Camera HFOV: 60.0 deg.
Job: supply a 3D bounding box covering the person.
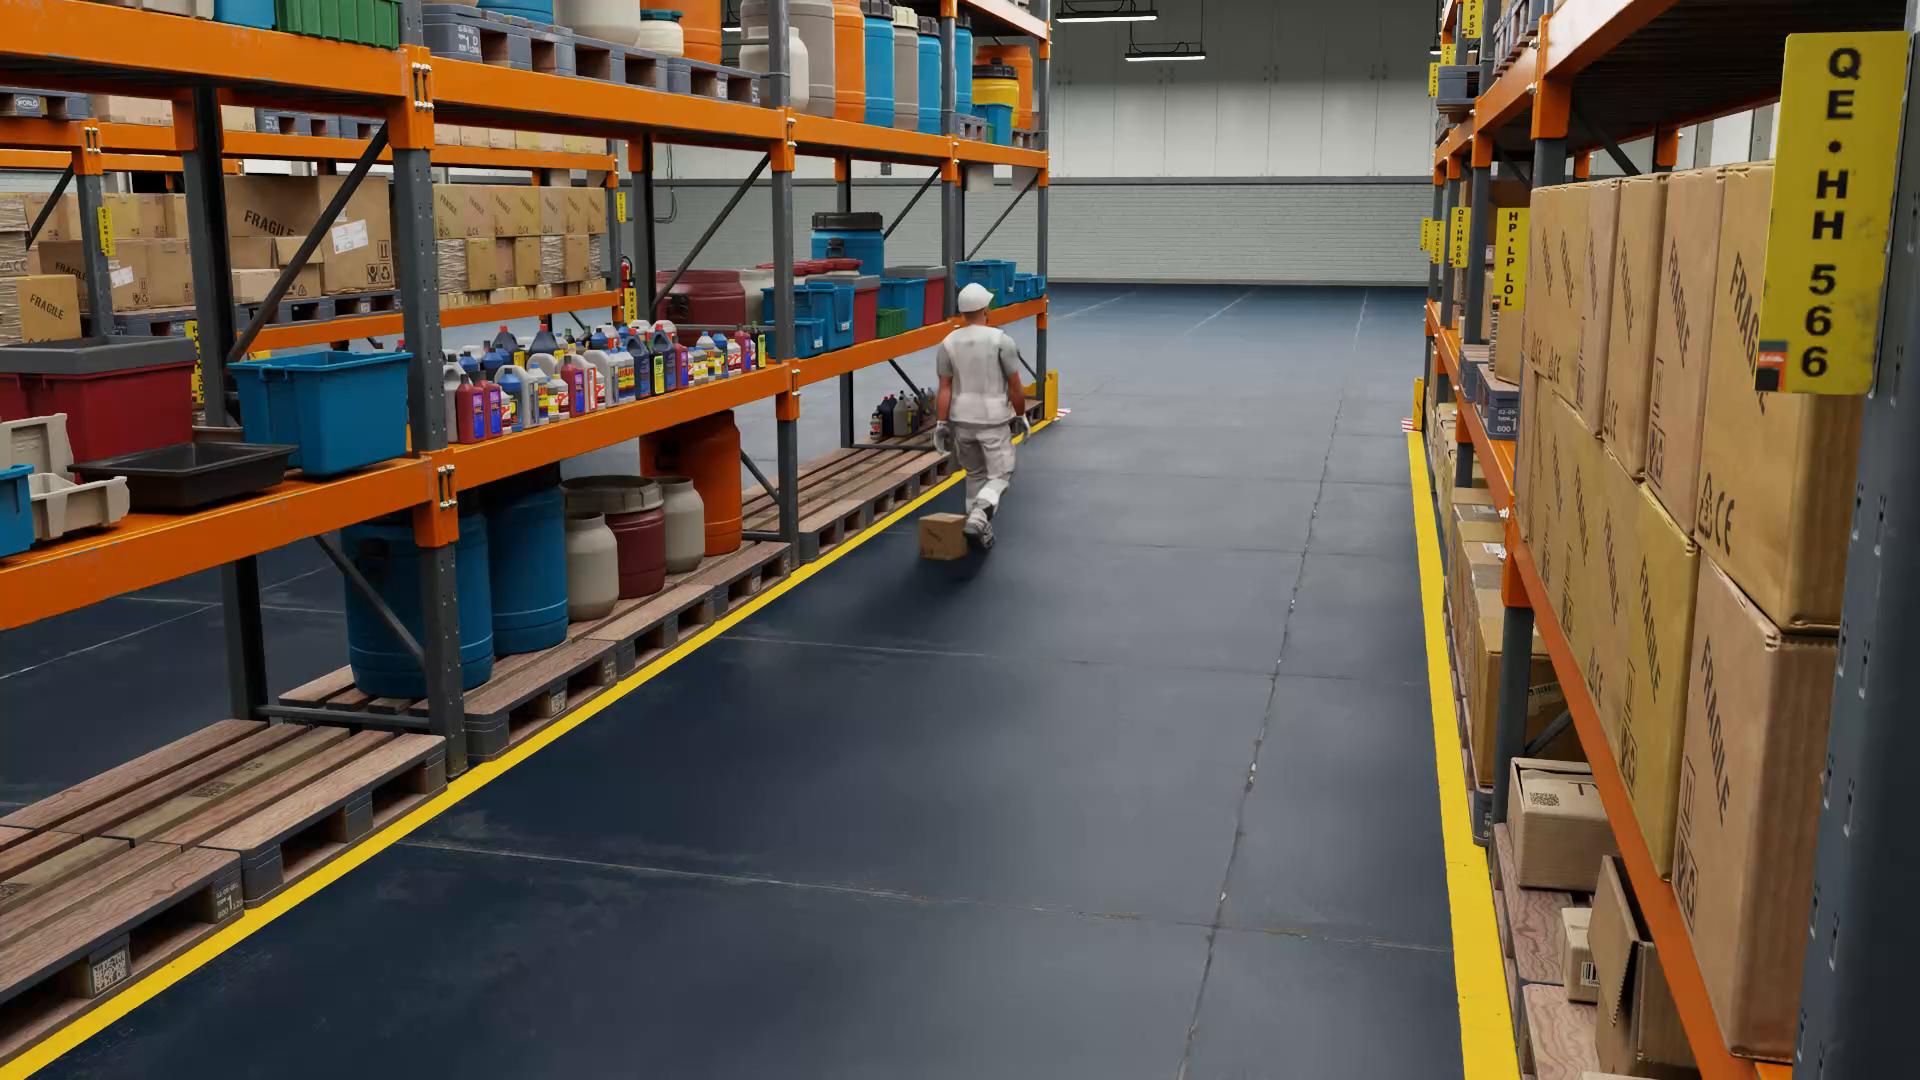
[{"bbox_3d":[0.133,-0.748,10.582,0.583,1.756,0.929,4,12,20],"label":"person"}]
